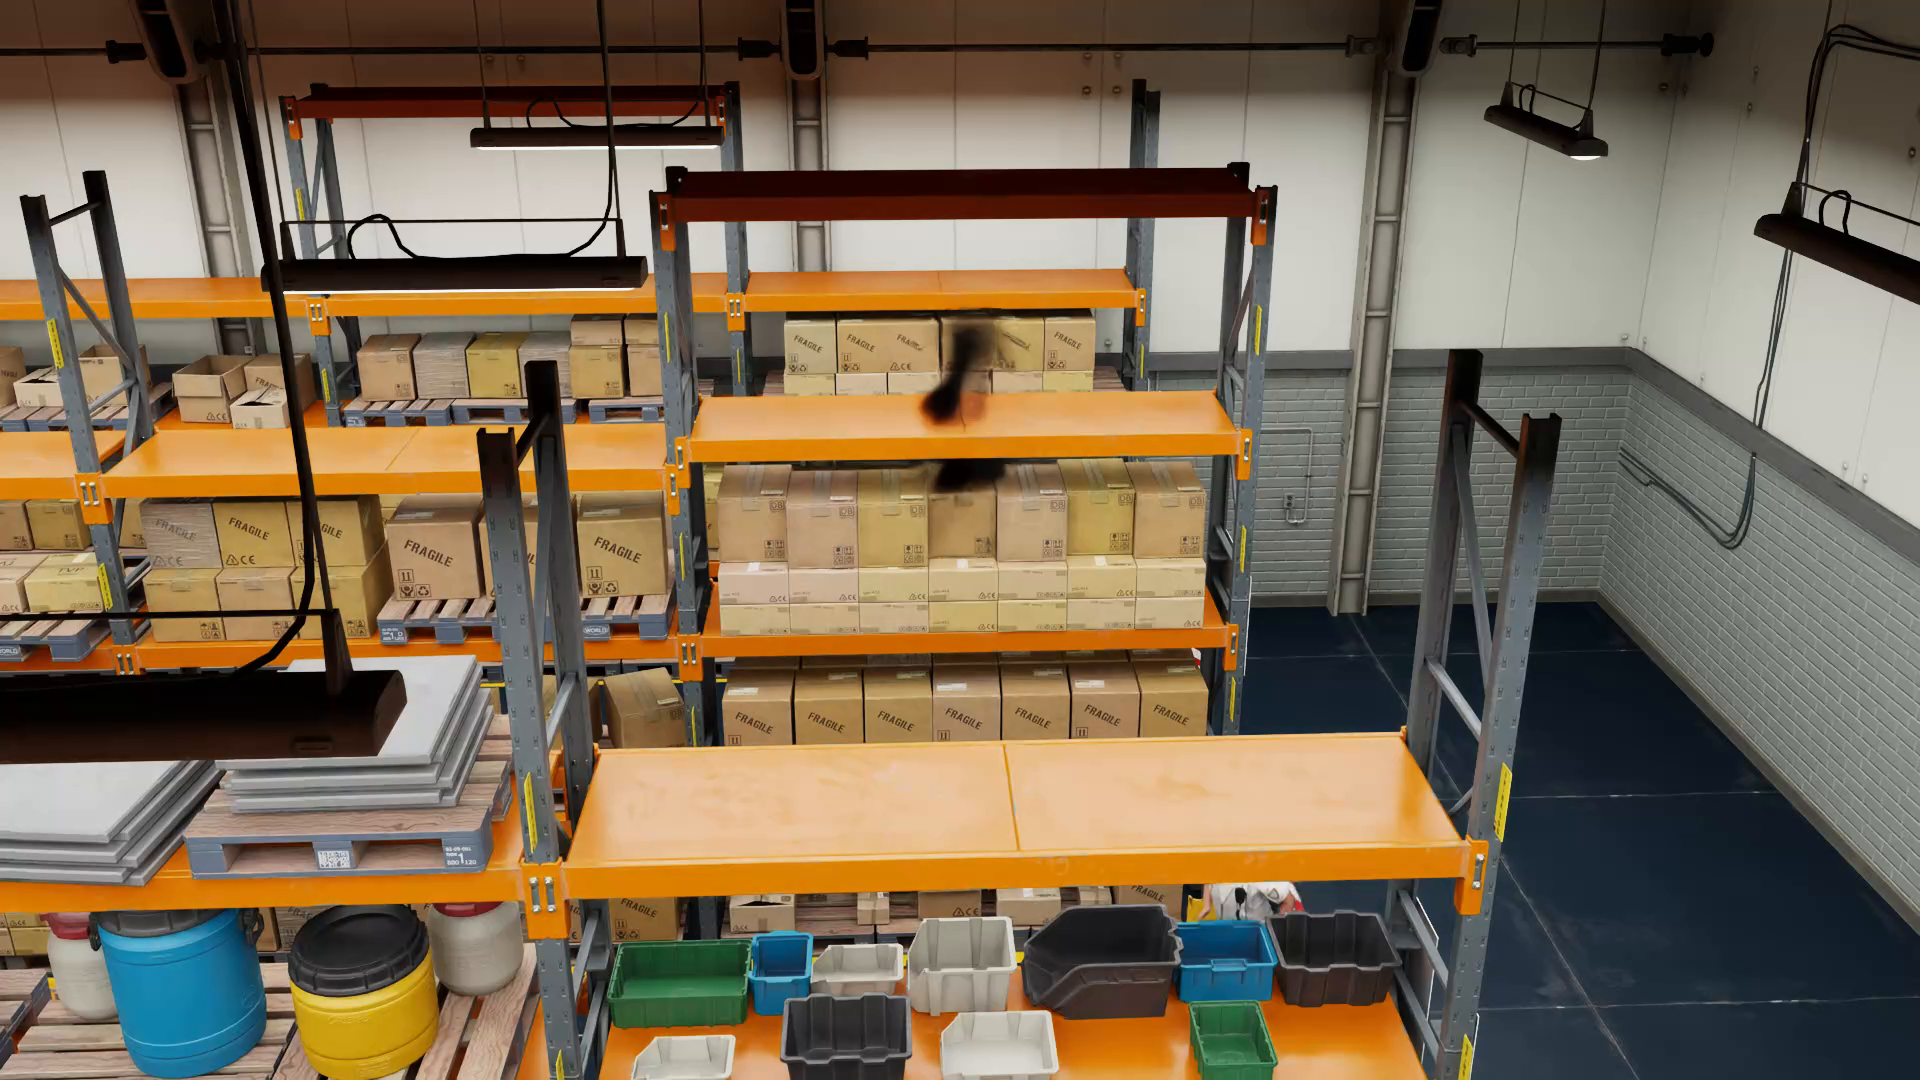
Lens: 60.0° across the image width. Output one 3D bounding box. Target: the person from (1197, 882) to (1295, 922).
[{"bbox_3d":[2.096,2.821,11.974,0.923,1.781,0.687,-12,25,-26],"label":"person"}]
